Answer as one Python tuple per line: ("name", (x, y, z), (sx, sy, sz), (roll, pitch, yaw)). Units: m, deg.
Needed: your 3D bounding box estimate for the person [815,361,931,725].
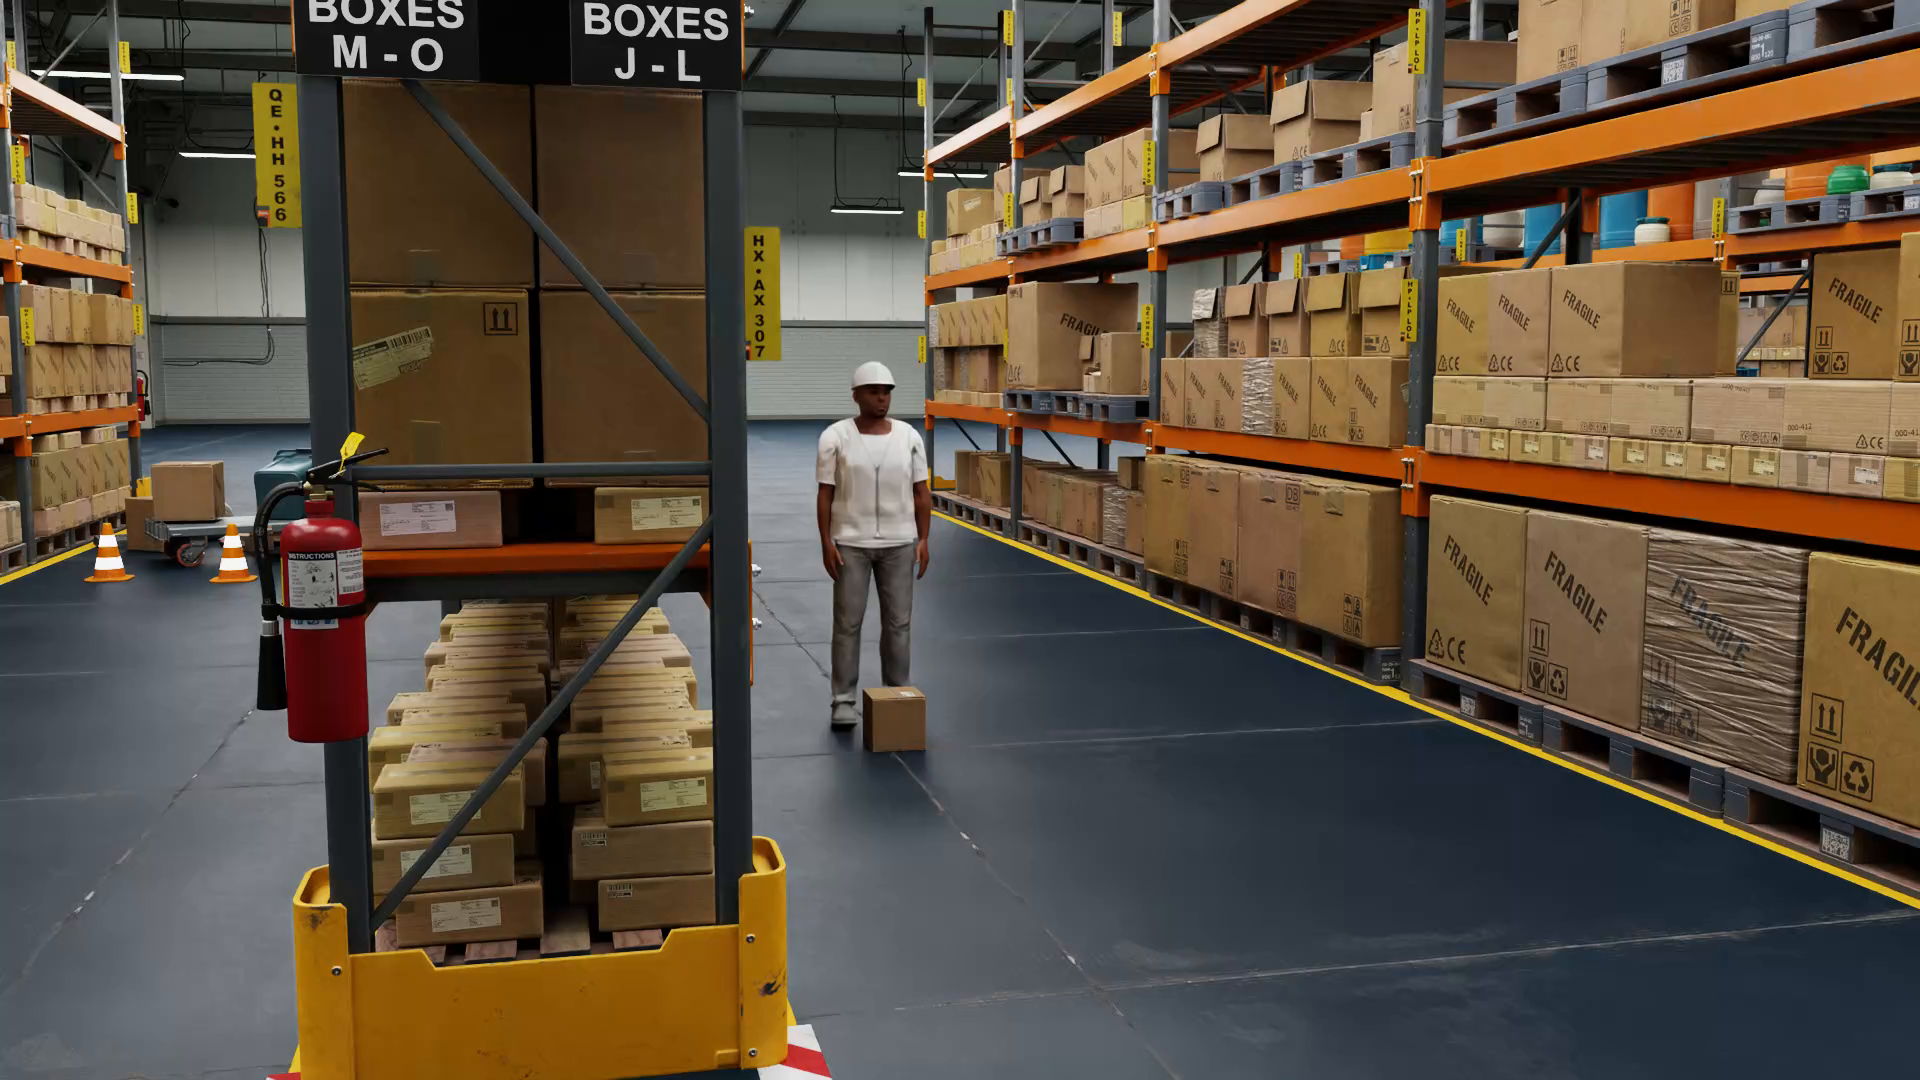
("person", (-0.415, 0.018, 8.110), (0.564, 1.767, 0.360), (-1, 6, -13))
